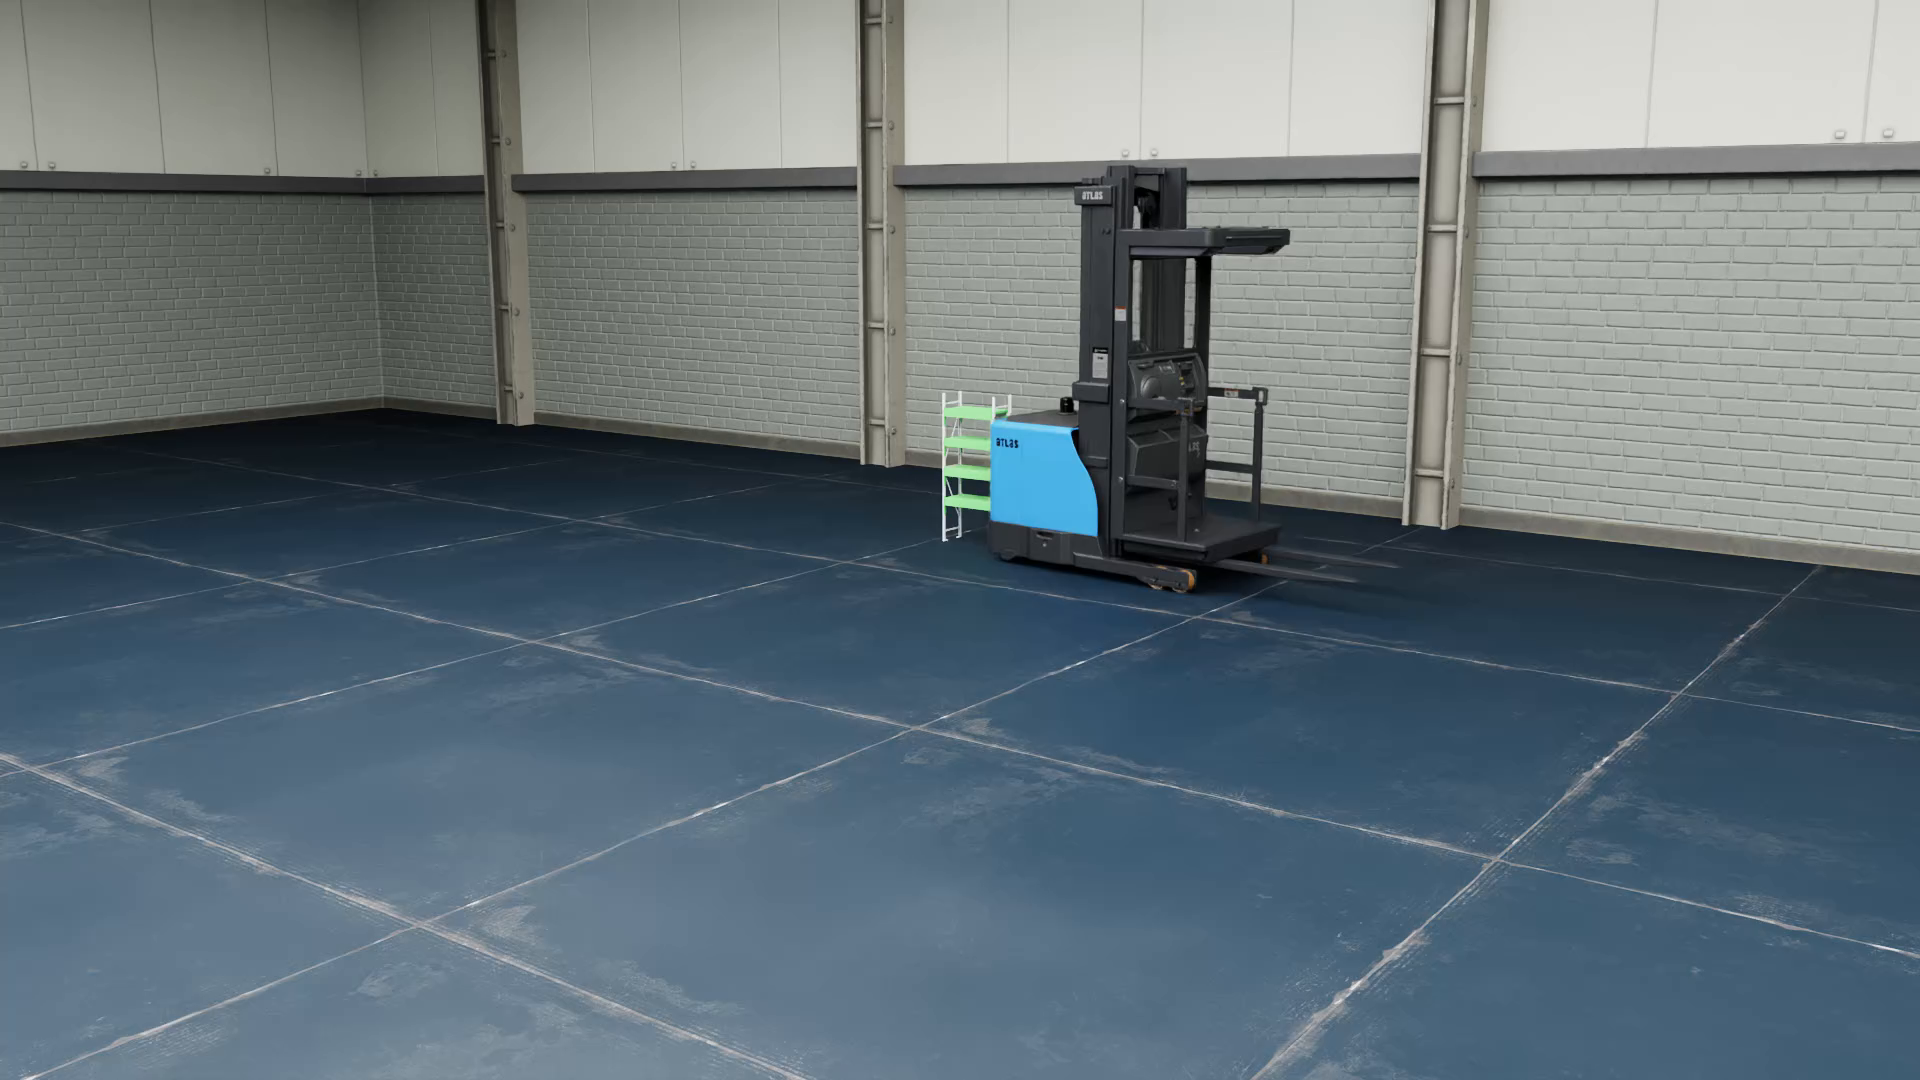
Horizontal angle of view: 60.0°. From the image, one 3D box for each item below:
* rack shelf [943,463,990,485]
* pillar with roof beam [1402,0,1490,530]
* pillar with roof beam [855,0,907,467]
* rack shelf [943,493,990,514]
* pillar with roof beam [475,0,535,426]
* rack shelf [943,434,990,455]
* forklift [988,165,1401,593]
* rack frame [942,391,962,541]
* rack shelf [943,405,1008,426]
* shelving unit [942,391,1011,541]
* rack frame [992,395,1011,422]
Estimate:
[{"bbox_3d":[0.133,-0.508,13.332,0.480,0.148,0.258,8,13,36],"label":"rack shelf"},{"bbox_3d":[1.474,-3.891,9.953,0.400,9.000,9.100,8,13,36],"label":"pillar with roof beam"},{"bbox_3d":[-3.362,-4.566,13.440,0.400,9.000,9.100,8,13,36],"label":"pillar with roof beam"},{"bbox_3d":[0.133,-0.272,13.377,0.480,0.148,0.258,8,13,36],"label":"rack shelf"},{"bbox_3d":[-8.198,-5.241,16.927,0.400,9.000,9.100,8,13,36],"label":"pillar with roof beam"},{"bbox_3d":[0.133,-0.743,13.286,0.480,0.148,0.258,8,13,36],"label":"rack shelf"},{"bbox_3d":[1.664,-1.179,11.906,3.031,2.935,1.130,9,14,40],"label":"forklift"},{"bbox_3d":[-0.063,-0.598,13.461,0.015,1.200,0.240,8,13,36],"label":"rack frame"},{"bbox_3d":[0.133,-0.979,13.240,0.480,0.148,0.258,8,13,36],"label":"rack shelf"},{"bbox_3d":[0.133,-0.570,13.320,0.503,1.200,0.258,8,13,36],"label":"shelving unit"},{"bbox_3d":[0.330,-0.543,13.178,0.015,1.200,0.240,8,13,36],"label":"rack frame"}]
